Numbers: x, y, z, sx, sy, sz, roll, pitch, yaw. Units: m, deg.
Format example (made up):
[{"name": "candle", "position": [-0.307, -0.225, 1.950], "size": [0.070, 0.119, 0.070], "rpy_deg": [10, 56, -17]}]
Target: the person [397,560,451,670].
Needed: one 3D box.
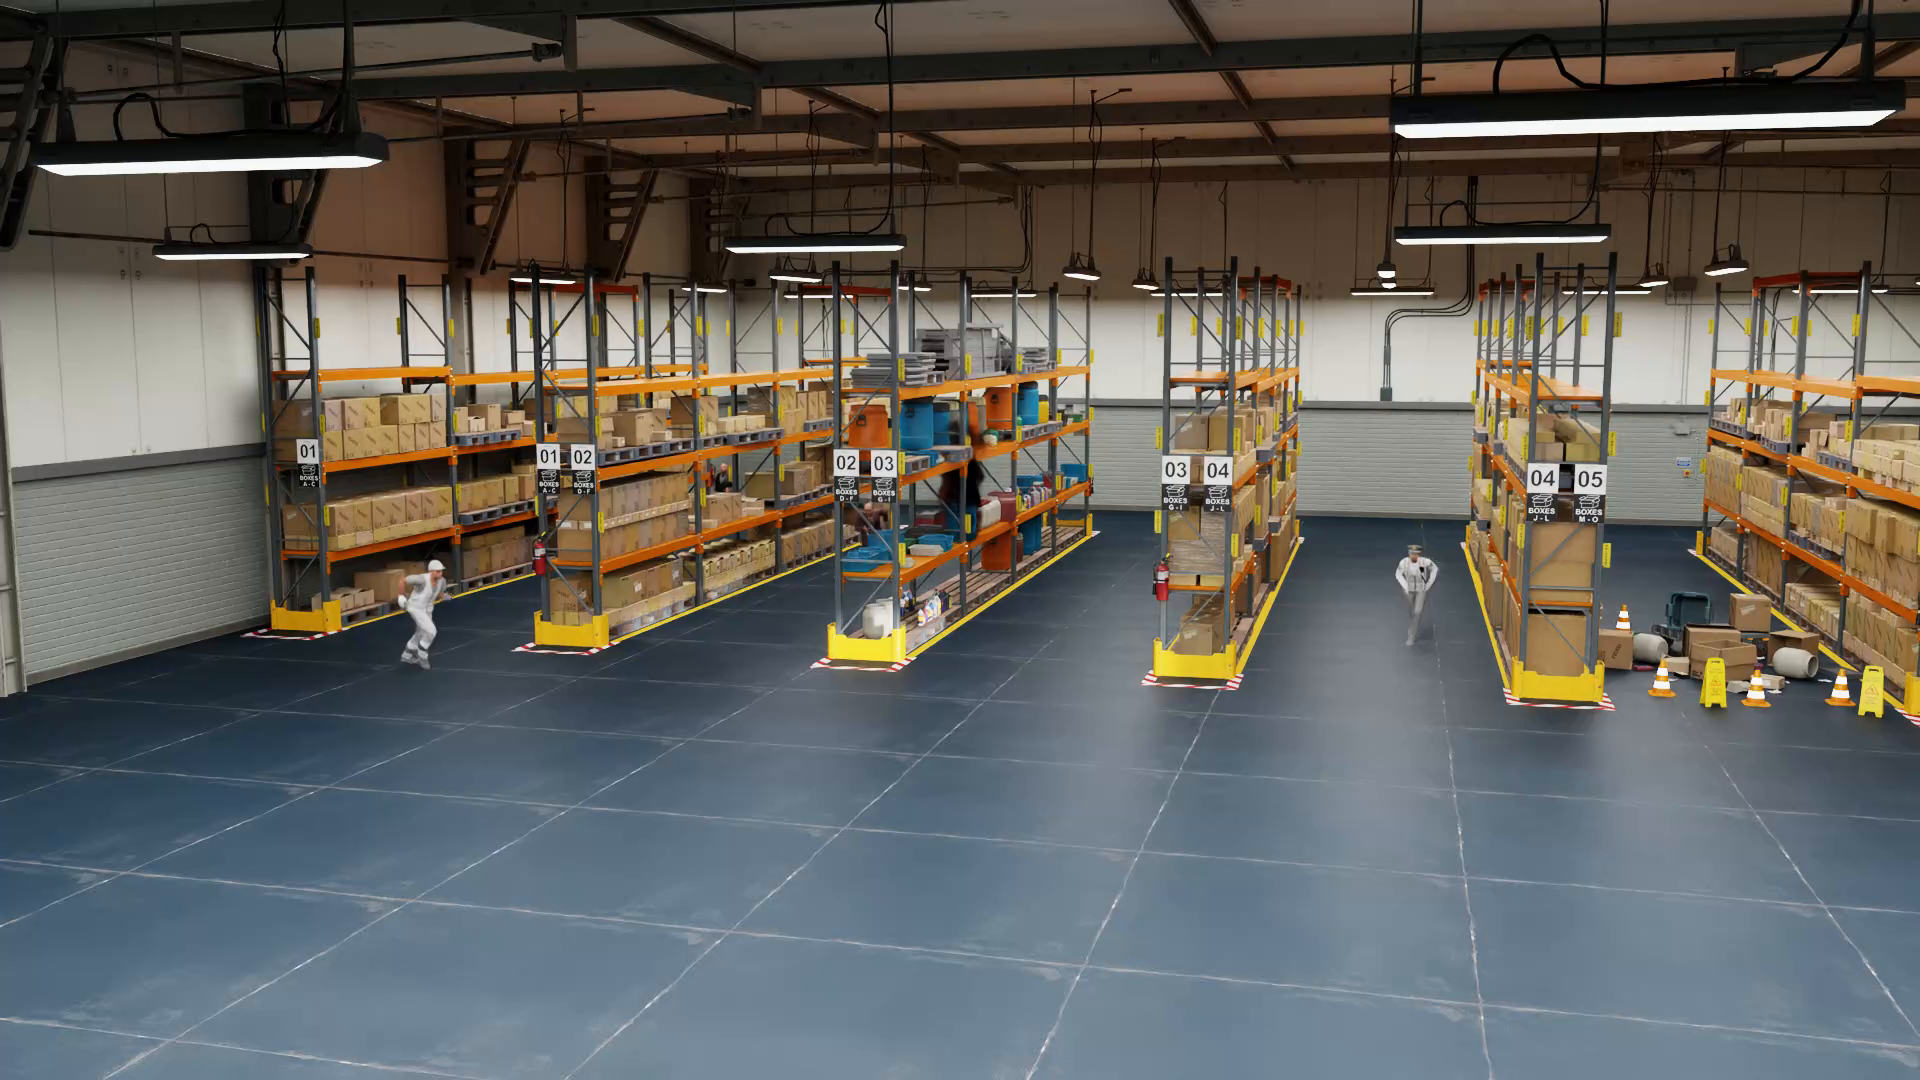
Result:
[{"name": "person", "position": [-7.930, 1.101, 24.461], "size": [0.976, 1.661, 0.712], "rpy_deg": [4, 8, 30]}]

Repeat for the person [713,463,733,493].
[{"name": "person", "position": [-5.819, -1.036, 40.973], "size": [0.668, 1.709, 0.664], "rpy_deg": [1, 7, 10]}]

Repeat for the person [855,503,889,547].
[{"name": "person", "position": [-1.793, -0.040, 33.950], "size": [0.728, 1.507, 1.031], "rpy_deg": [-1, 7, -8]}]

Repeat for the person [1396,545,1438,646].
[{"name": "person", "position": [7.326, 0.851, 26.718], "size": [0.650, 1.635, 0.965], "rpy_deg": [2, 8, 16]}]
